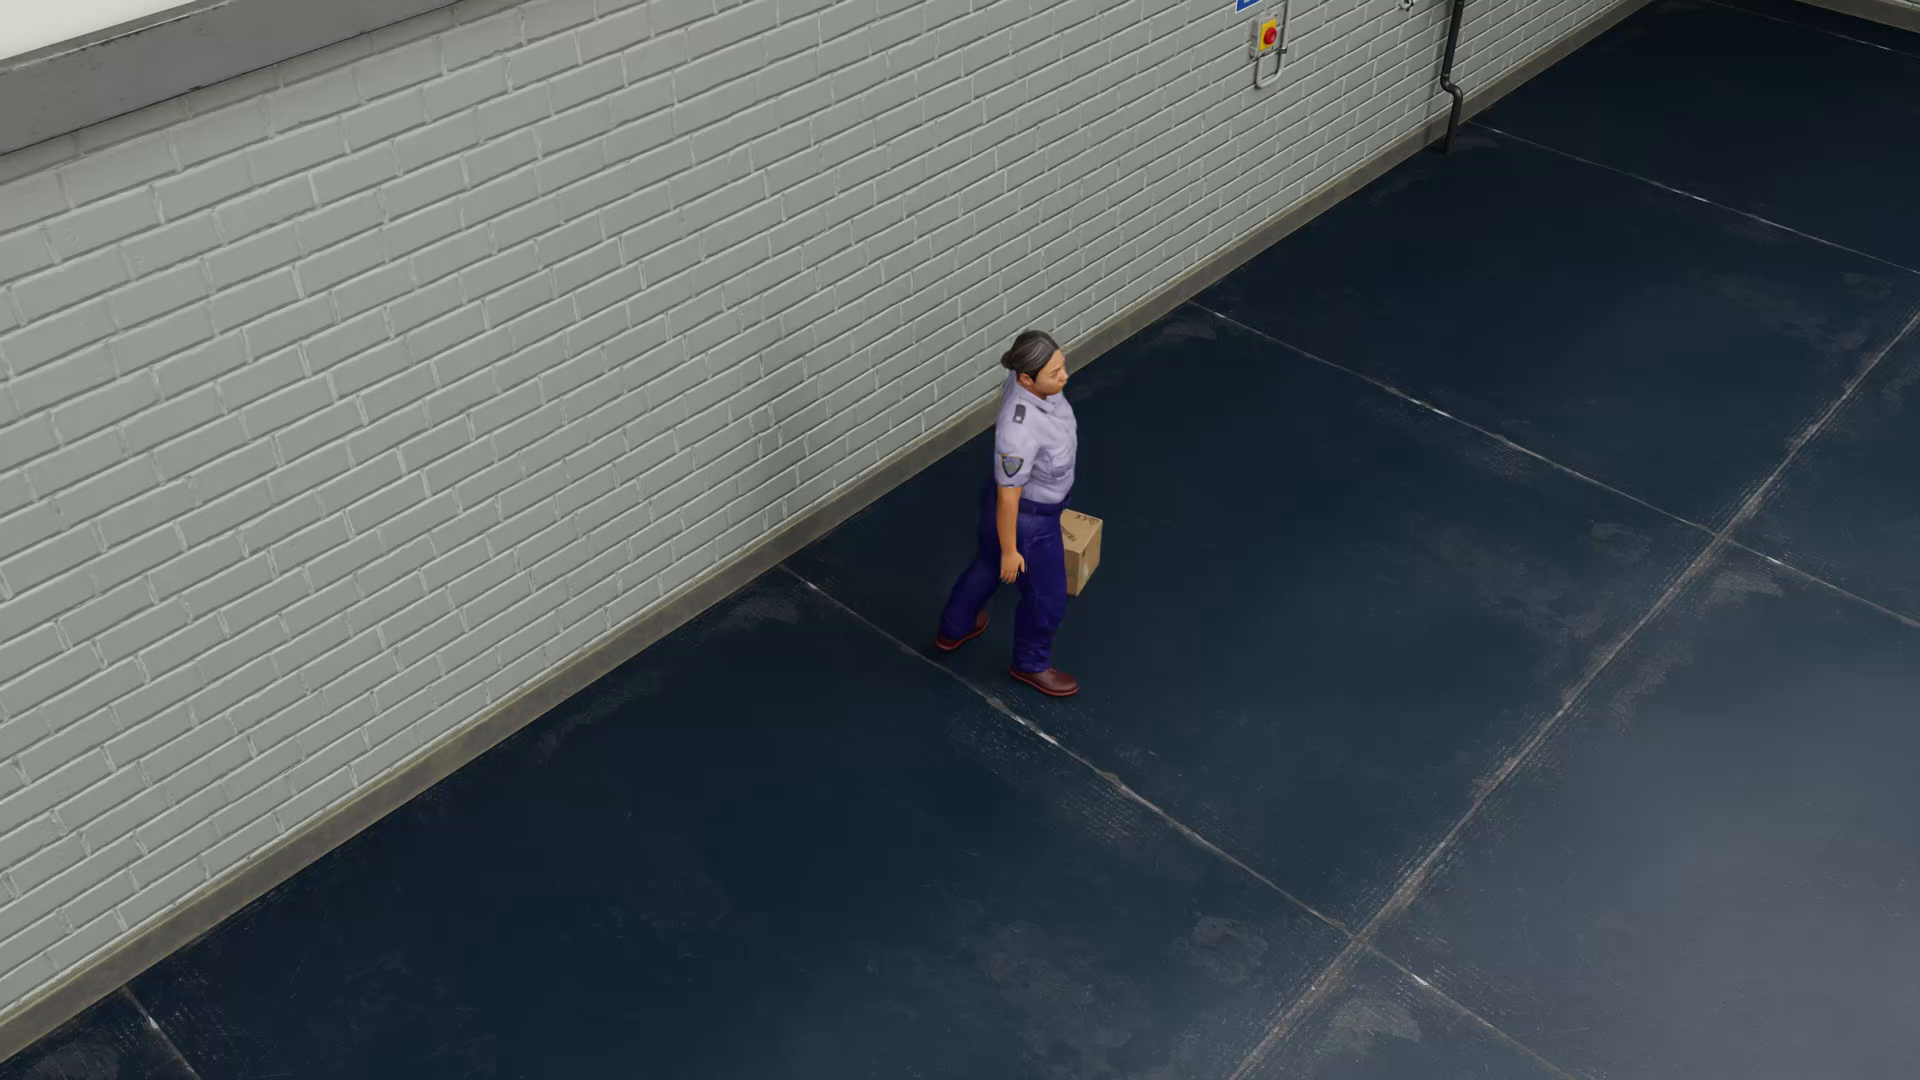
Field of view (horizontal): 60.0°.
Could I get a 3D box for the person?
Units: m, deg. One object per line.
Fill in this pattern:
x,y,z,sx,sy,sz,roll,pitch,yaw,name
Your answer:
0.192,-0.101,6.320,0.598,1.606,0.554,3,40,3,person
